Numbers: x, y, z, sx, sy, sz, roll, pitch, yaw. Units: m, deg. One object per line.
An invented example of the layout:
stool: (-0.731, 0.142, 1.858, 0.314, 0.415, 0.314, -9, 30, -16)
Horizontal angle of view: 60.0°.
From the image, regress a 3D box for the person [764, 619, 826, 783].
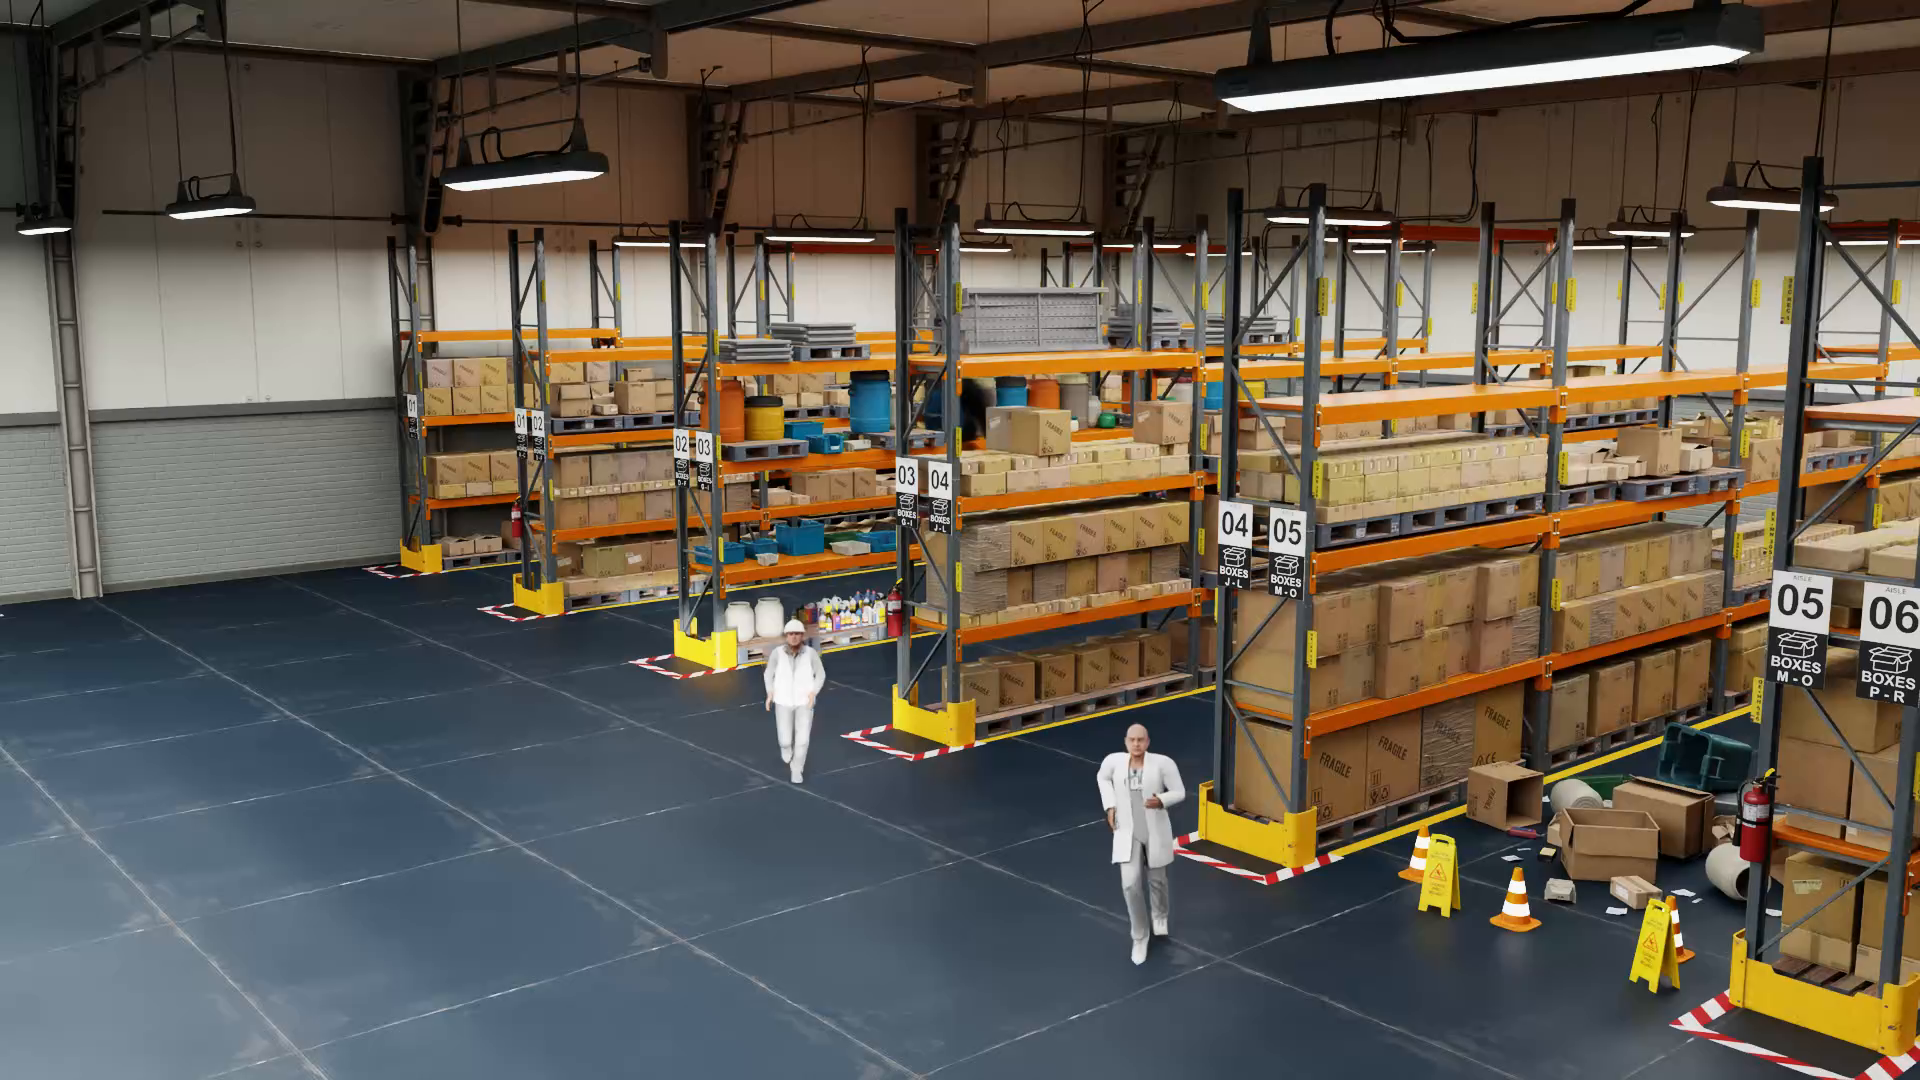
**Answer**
person: (-1.725, 1.666, 17.402, 0.646, 1.725, 0.622, 0, 9, -3)

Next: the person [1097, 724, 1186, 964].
person: (1.402, 2.322, 12.975, 0.702, 1.842, 0.824, 1, 9, 9)
